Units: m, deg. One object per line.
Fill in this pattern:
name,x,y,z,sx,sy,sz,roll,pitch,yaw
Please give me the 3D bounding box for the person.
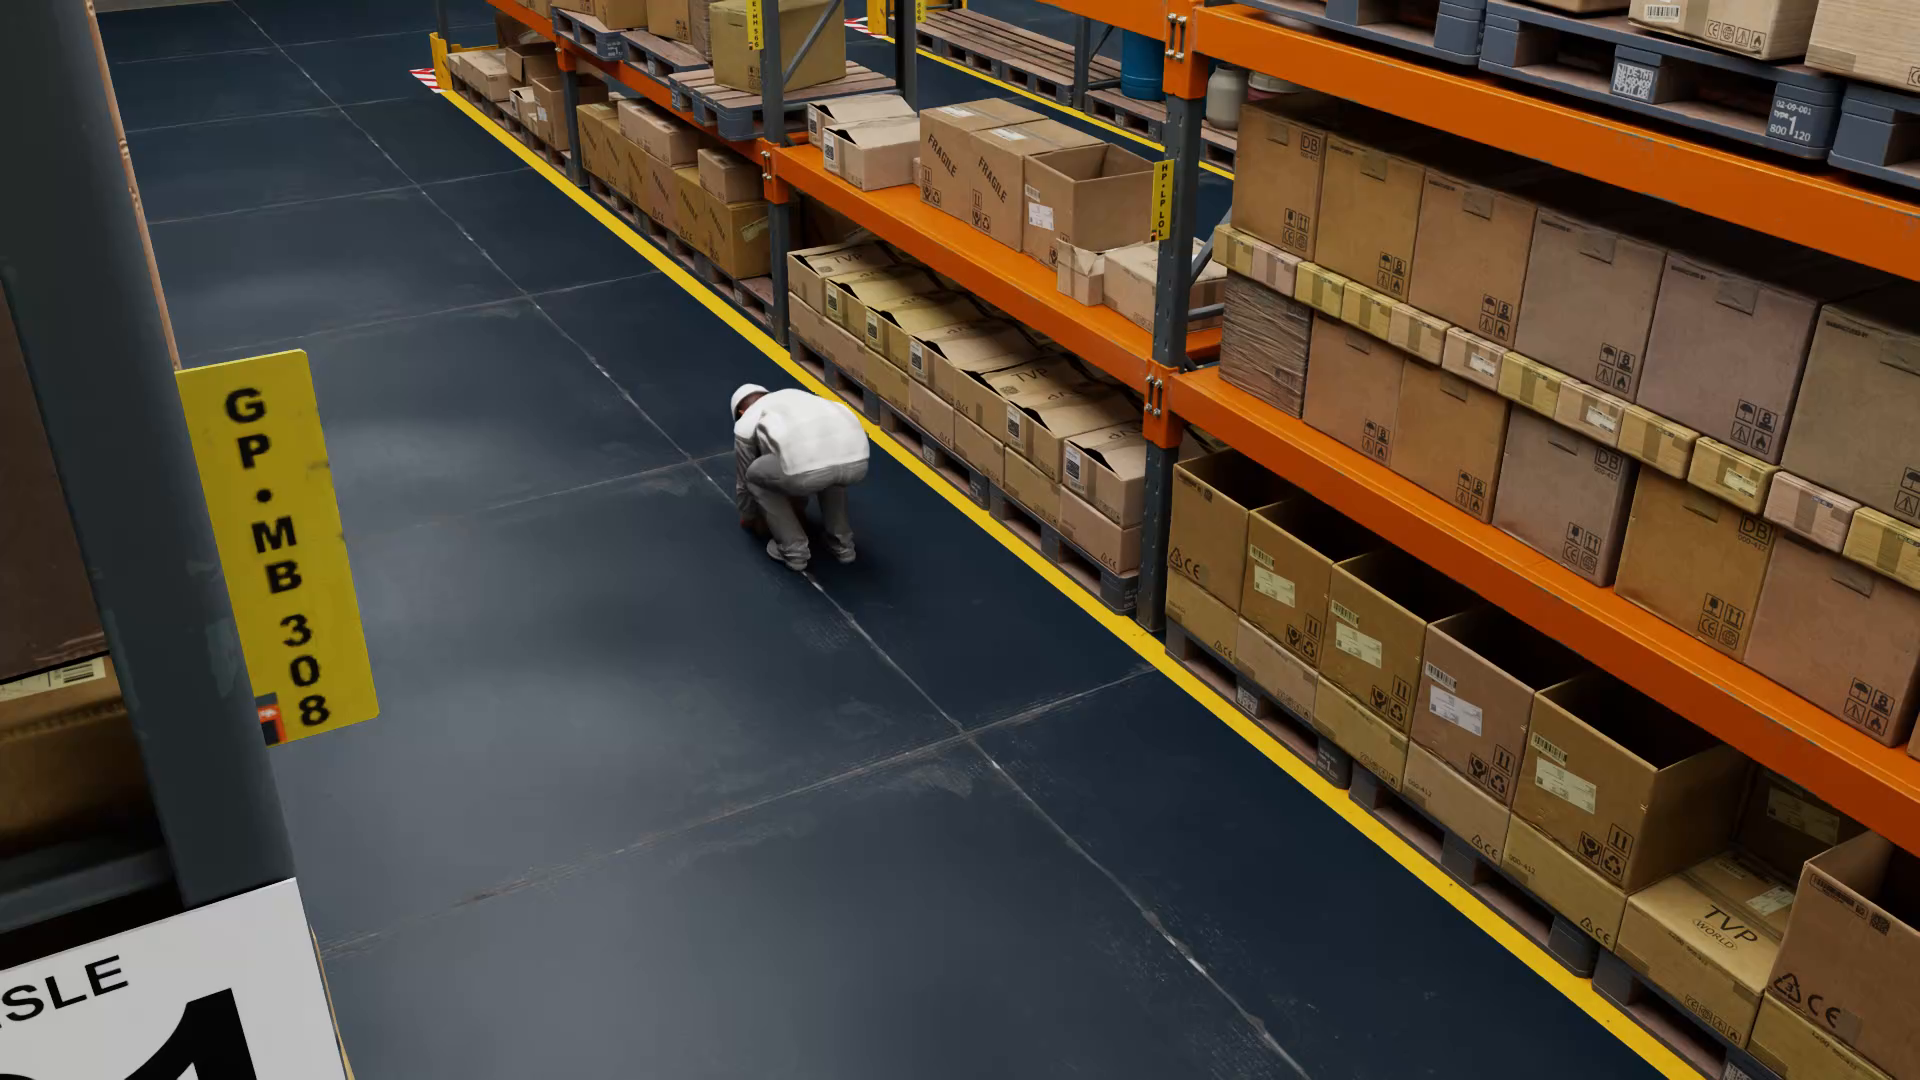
person,-0.824,-0.351,8.205,0.504,0.873,1.003,-17,33,-28
